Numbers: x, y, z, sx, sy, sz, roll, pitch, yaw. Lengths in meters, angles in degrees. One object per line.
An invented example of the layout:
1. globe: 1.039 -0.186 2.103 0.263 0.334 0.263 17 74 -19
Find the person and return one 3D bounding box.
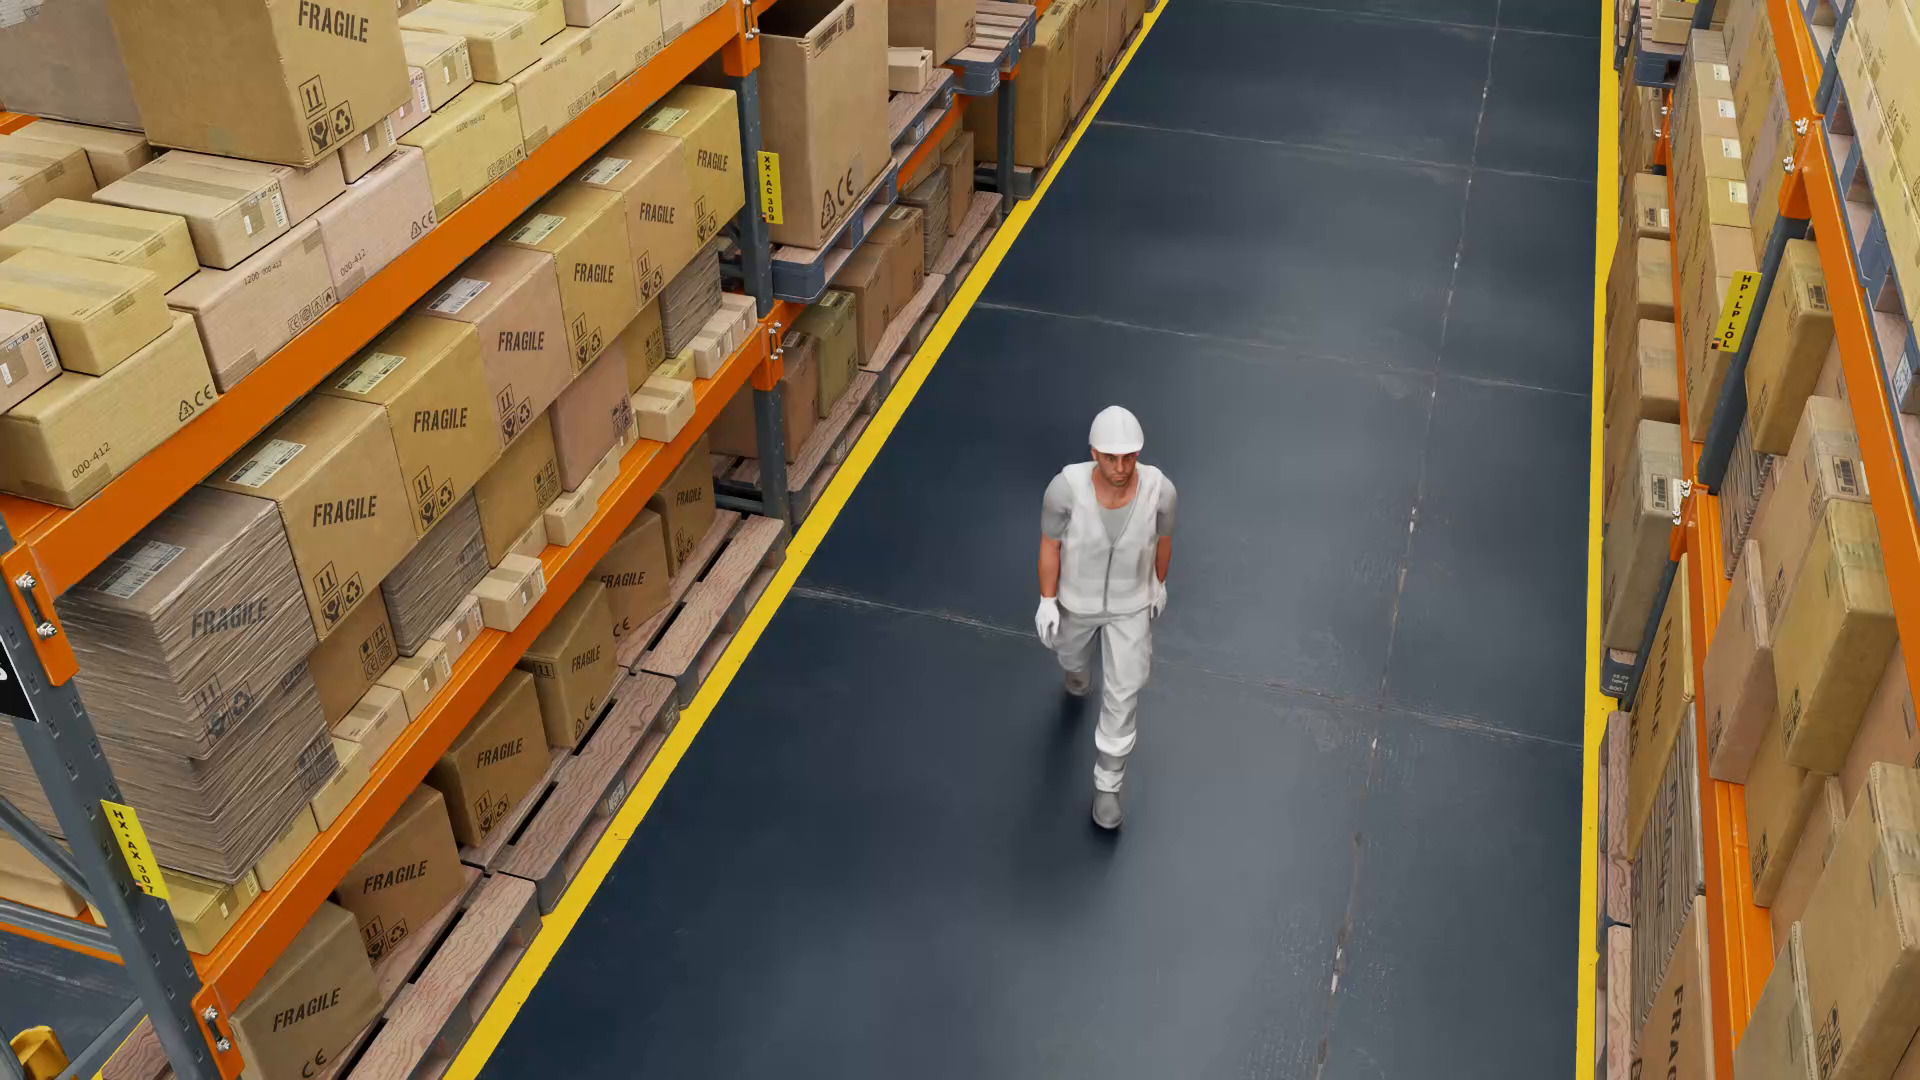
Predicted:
1. person: 0.569 0.202 6.611 0.527 1.753 1.032 3 37 4
